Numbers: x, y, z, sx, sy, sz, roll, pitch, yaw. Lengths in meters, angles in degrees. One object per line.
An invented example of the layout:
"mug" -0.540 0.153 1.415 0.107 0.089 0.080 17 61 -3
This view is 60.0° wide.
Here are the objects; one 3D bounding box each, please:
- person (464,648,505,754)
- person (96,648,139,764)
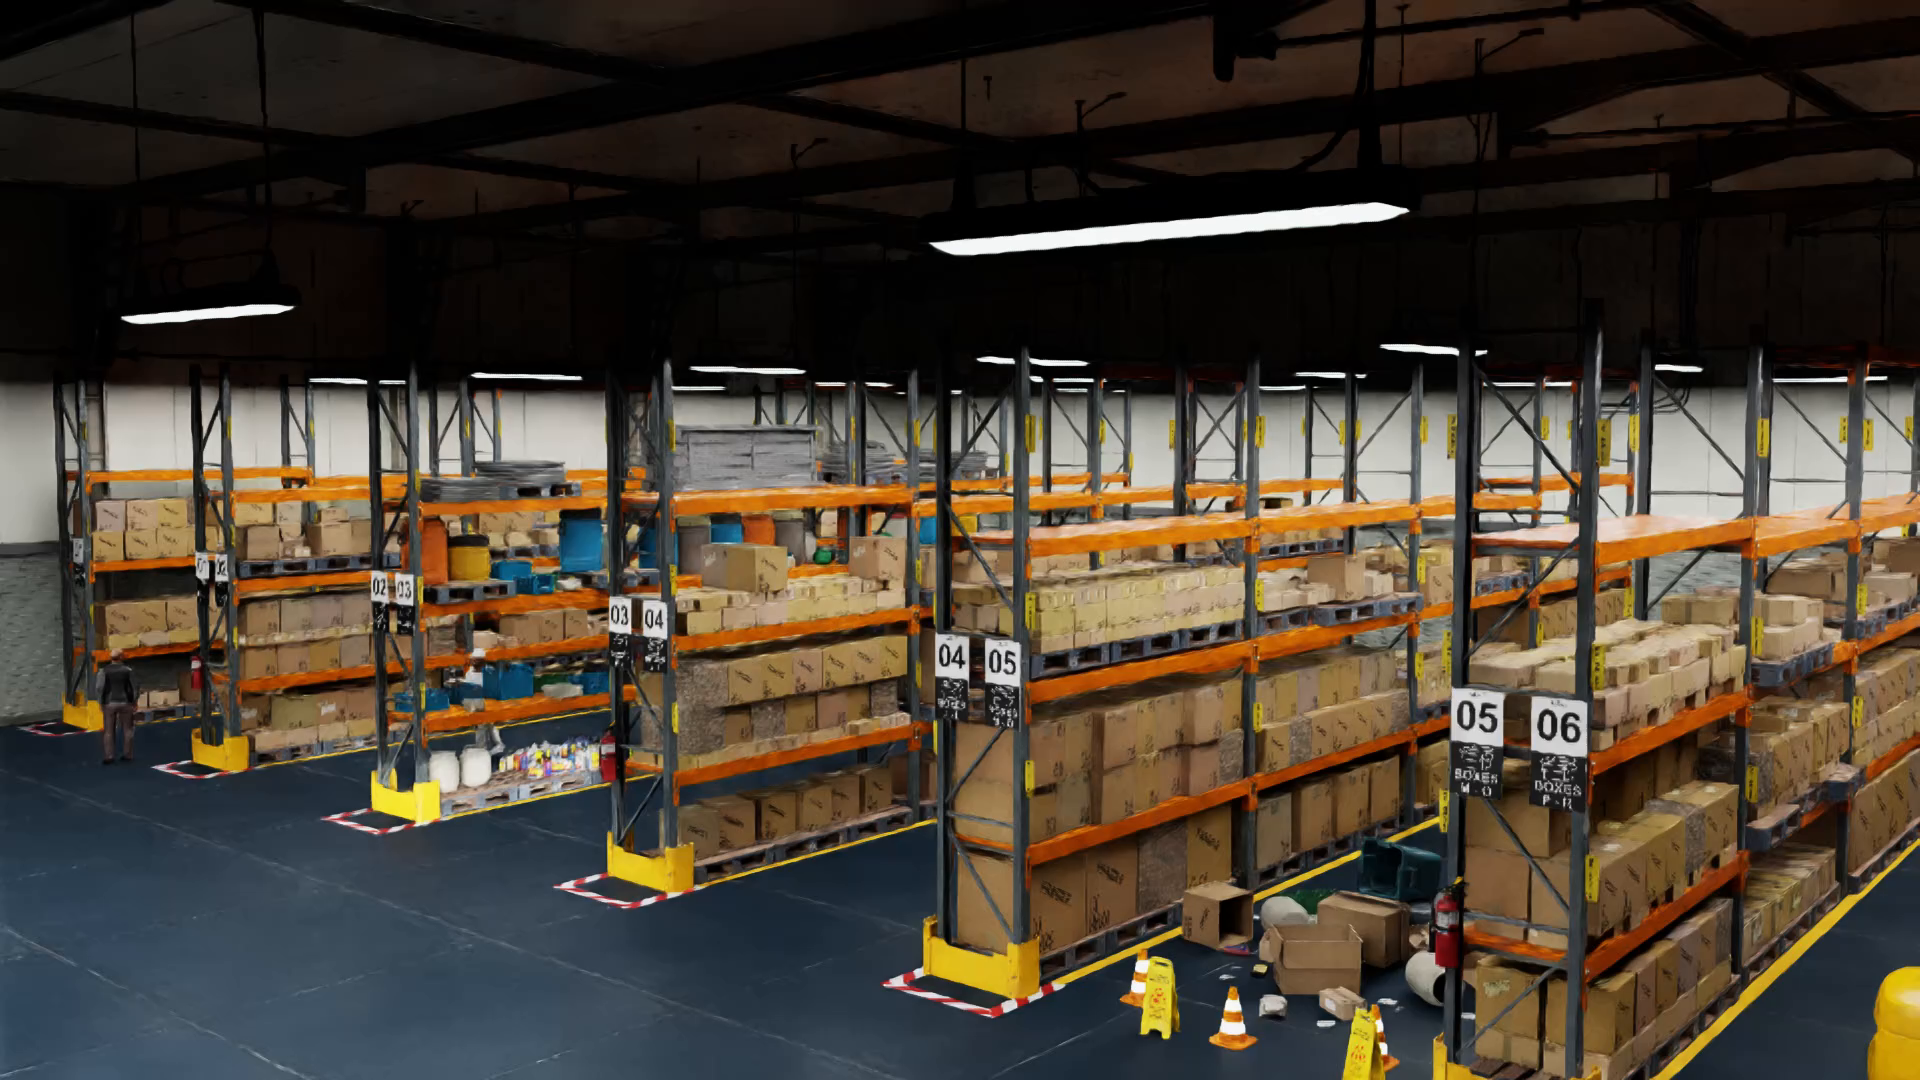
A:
"person" -7.282 2.484 25.226 0.571 1.707 1.035 3 5 32
"person" -12.682 2.504 25.041 0.581 1.756 0.410 -3 5 -32
